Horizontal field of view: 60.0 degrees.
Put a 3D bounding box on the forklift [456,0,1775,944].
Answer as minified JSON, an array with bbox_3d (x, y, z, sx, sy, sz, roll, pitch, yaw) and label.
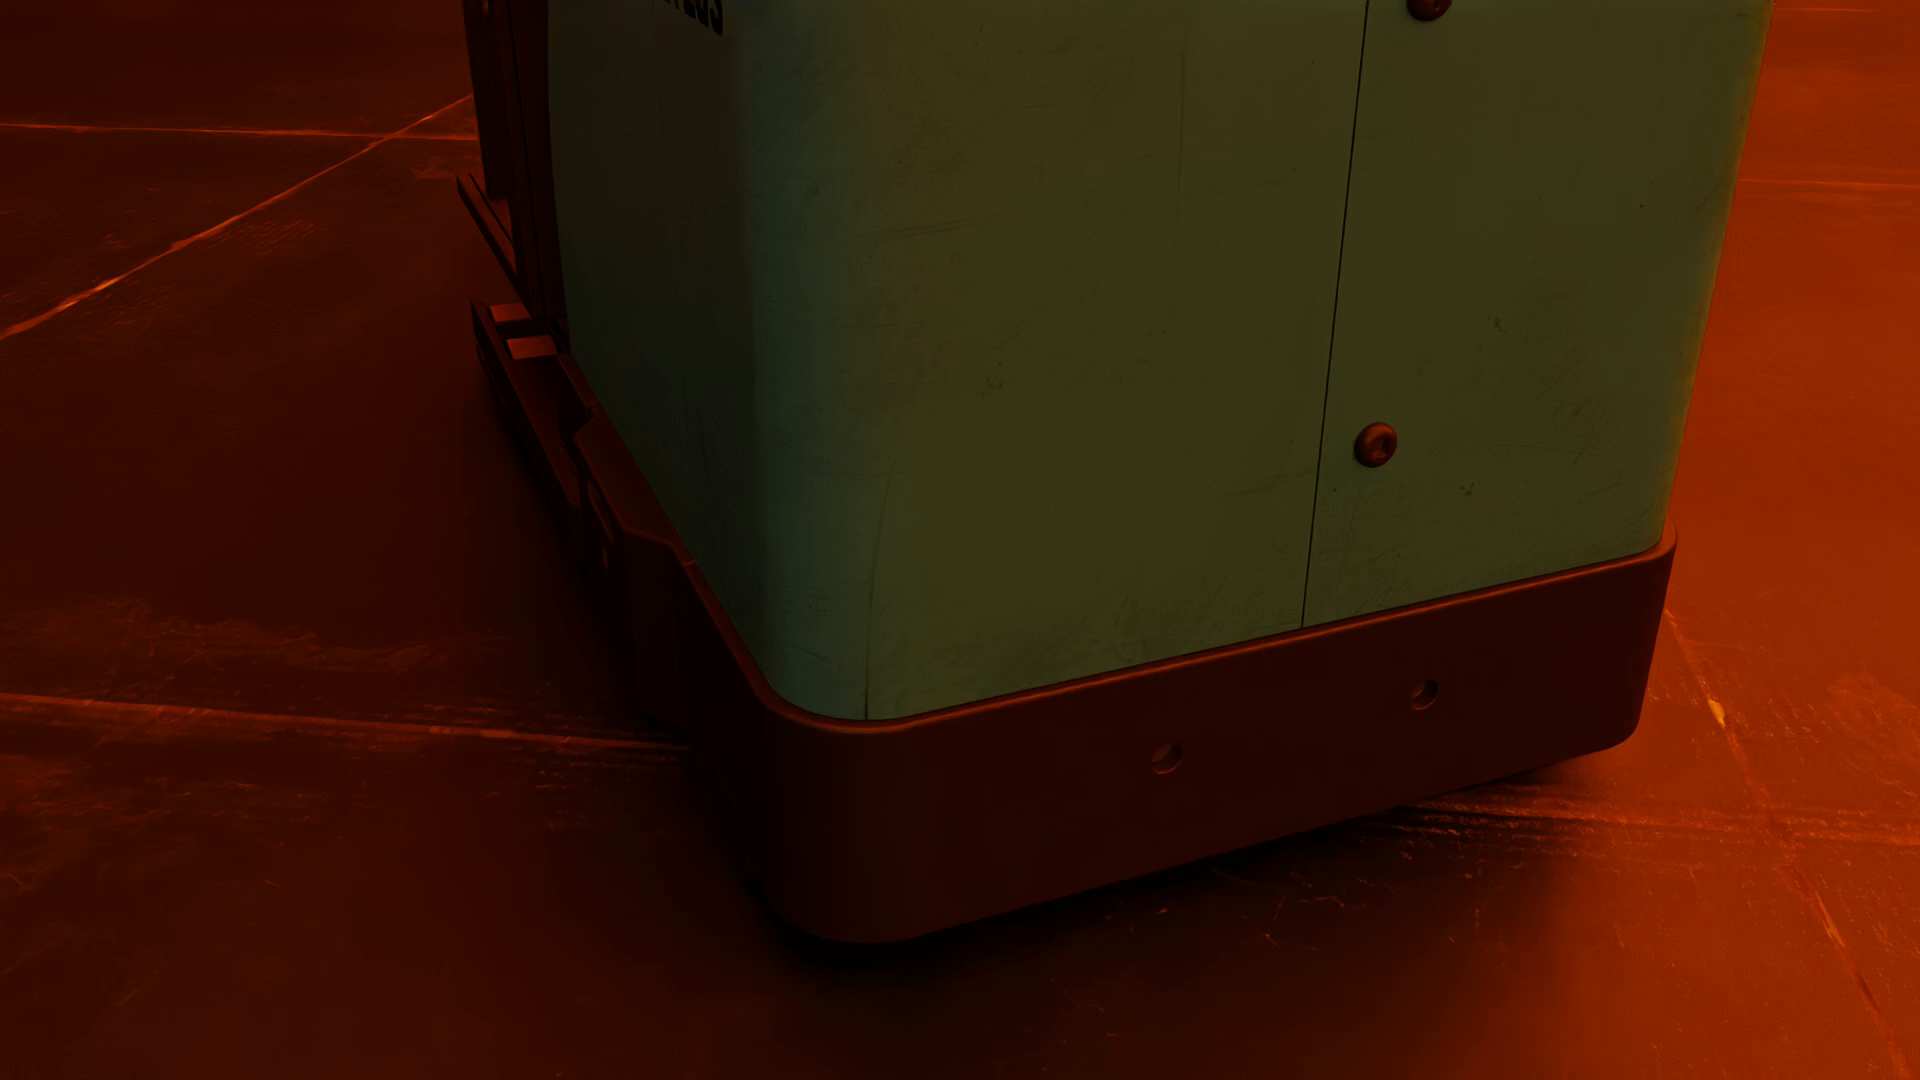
[{"bbox_3d":[-0.243,-1.564,2.352,1.130,2.935,3.031,-11,28,-20],"label":"forklift"}]
